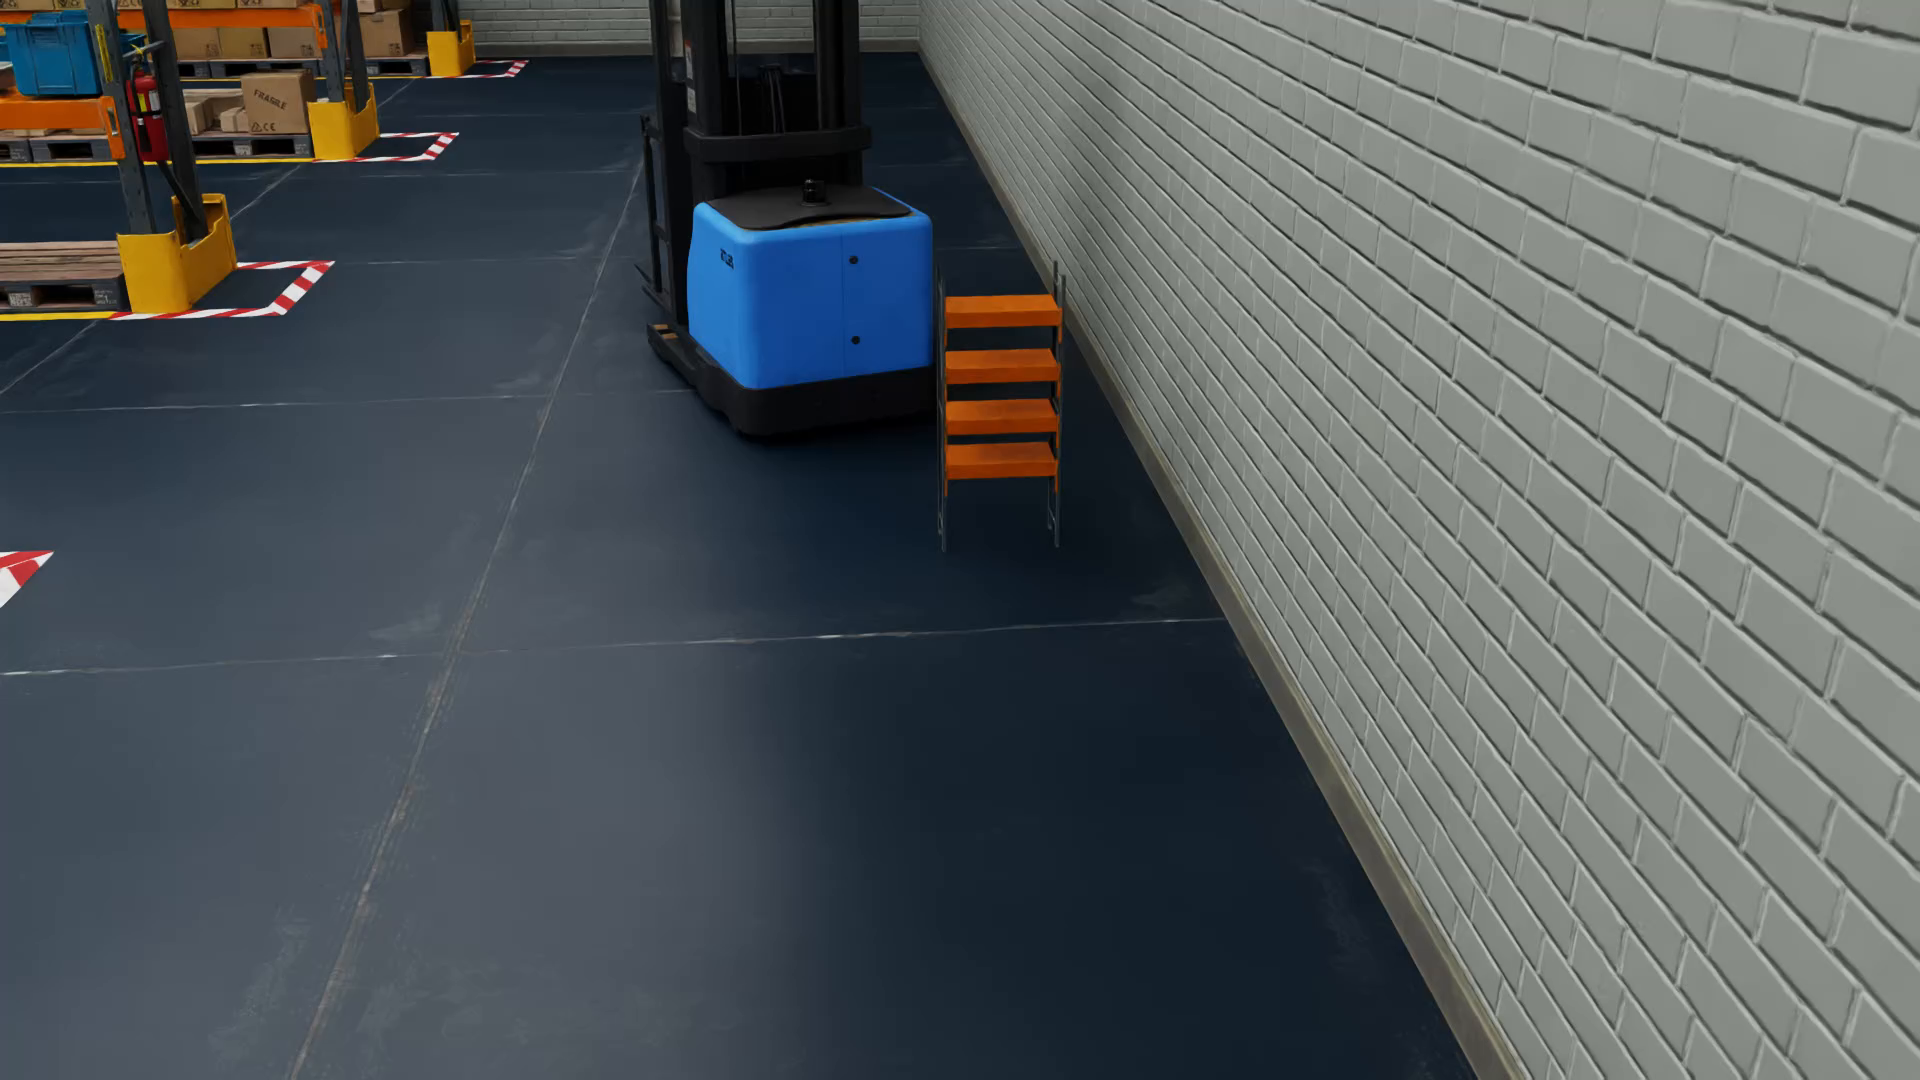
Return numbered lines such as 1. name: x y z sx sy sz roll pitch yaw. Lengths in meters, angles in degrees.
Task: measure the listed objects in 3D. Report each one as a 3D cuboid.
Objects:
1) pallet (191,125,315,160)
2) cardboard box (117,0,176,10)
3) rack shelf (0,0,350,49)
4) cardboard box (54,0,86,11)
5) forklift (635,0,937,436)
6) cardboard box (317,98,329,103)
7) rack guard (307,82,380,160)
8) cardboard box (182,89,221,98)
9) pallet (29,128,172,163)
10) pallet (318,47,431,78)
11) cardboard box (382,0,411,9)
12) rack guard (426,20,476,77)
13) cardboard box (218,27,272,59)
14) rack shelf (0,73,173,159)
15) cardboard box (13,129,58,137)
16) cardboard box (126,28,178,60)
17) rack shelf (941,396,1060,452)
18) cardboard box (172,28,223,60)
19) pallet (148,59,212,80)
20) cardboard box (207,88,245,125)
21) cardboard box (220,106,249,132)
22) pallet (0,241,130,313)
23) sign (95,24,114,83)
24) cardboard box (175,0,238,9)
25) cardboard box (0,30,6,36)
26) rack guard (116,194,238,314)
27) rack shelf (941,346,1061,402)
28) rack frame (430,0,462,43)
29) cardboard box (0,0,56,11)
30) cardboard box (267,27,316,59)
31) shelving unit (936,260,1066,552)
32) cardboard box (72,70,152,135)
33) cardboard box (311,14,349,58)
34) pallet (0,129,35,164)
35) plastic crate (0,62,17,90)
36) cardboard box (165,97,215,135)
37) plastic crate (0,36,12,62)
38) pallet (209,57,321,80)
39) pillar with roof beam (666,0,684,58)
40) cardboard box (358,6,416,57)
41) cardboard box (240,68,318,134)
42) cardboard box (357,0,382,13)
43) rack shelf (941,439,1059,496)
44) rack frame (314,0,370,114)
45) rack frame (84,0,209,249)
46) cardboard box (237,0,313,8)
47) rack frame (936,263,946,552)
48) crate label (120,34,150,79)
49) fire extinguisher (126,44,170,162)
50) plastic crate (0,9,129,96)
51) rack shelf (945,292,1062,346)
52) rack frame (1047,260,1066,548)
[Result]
1. pallet: -6.477 -3.716 15.350 1.213 0.211 1.003 -2 24 -5
2. cardboard box: -7.040 -4.903 14.466 0.500 0.500 0.500 -2 24 -5
3. rack shelf: -7.598 -4.617 14.830 4.000 0.370 1.077 -2 24 -5
4. cardboard box: -7.541 -4.883 14.421 0.500 0.500 0.500 -3 24 -6
5. forklift: -1.178 -2.424 9.096 1.130 2.935 3.031 -10 26 -22
6. cardboard box: -6.058 -4.046 15.628 0.250 0.149 0.380 -2 24 -5
7. rack guard: -5.683 -3.880 15.364 0.348 0.500 1.175 -2 24 -5
8. cardboard box: -7.172 -4.023 15.452 0.500 0.250 0.500 -2 24 -5
9. pallet: -7.688 -3.668 15.244 1.213 0.211 1.003 -2 24 -5
10. pallet: -6.886 -5.690 19.791 1.213 0.211 1.003 -2 24 -5
11. cardboard box: -6.680 -6.391 19.698 0.250 0.149 0.380 -2 24 -5
12. rack guard: -6.075 -5.886 19.878 0.348 0.500 1.175 -2 24 -5
13. cardboard box: -8.314 -5.944 19.491 0.500 0.500 0.700 -2 24 -4
14. rack shelf: -7.115 -2.615 10.325 4.000 0.370 1.077 -2 24 -5
15. cardboard box: -8.290 -3.740 14.918 0.250 0.166 0.380 -2 24 -5
16. cardboard box: -9.325 -5.906 19.405 0.500 0.500 0.700 -2 24 -4
17. rack shelf: 0.165 -0.493 7.048 0.480 0.148 0.258 -2 24 -5
18. cardboard box: -8.825 -5.925 19.447 0.500 0.500 0.700 -3 24 -6
19. pallet: -9.315 -5.592 19.572 1.213 0.211 1.003 -2 24 -5
20. cardboard box: -6.674 -4.043 15.497 0.500 0.250 0.500 -2 24 -5
21. cardboard box: -6.537 -3.831 15.122 0.250 0.166 0.380 -2 24 -5
22. pallet: -5.949 -1.732 10.886 1.213 0.211 1.003 -2 24 -5
23. sign: -5.054 -2.876 9.827 0.005 0.325 0.100 -2 24 -5
24. cardboard box: -6.543 -4.921 14.505 0.500 0.500 0.500 -2 24 -5
25. cardboard box: -10.713 -5.999 19.183 0.750 0.750 0.750 -2 24 -5
26. rack guard: -5.102 -1.887 10.880 0.348 0.500 1.175 -2 24 -5
27. rack shelf: 0.165 -0.698 6.958 0.480 0.148 0.258 -2 24 -5
28. rack frame: -6.098 -7.028 19.368 0.127 3.000 1.000 -2 24 -5
29. cardboard box: -8.047 -4.862 14.373 0.500 0.500 0.500 -2 24 -5
30. cardboard box: -7.784 -5.968 19.546 0.500 0.500 0.700 -3 24 -7
31. shelving unit: 0.165 -0.555 7.021 0.503 1.200 0.258 -2 24 -5
32. cardboard box: -7.719 -4.003 15.095 0.637 0.503 0.797 -2 24 -5
33. cardboard box: -7.283 -5.989 19.591 0.500 0.500 0.700 -2 24 -5
34. pallet: -8.905 -3.618 15.131 1.213 0.211 1.003 -2 24 -5
35. plastic crate: -5.918 -2.824 10.162 0.243 0.136 0.396 -2 24 -5
36. cardboard box: -7.073 -3.823 15.002 0.500 0.250 0.500 -2 24 -5
37. plastic crate: -6.058 -3.071 10.598 0.300 0.233 0.416 -2 24 -5
38. pallet: -8.098 -5.642 19.684 1.213 0.211 1.003 -2 24 -5
39. pillar with roof beam: -3.073 -8.486 15.263 0.400 9.000 9.100 -2 24 -5
40. cardboard box: -6.785 -6.009 19.636 0.500 0.500 0.700 -2 24 -5
41. cardboard box: -6.125 -3.963 15.009 0.500 0.500 0.500 -2 24 -5
42. cardboard box: -6.895 -6.226 19.327 0.250 0.149 0.380 -3 24 -6
43. rack shelf: 0.165 -0.312 7.129 0.480 0.148 0.258 -2 24 -5
44. rack frame: -5.608 -5.025 14.863 0.127 3.000 1.000 -2 24 -5
45. rack frame: -5.125 -3.023 10.358 0.127 3.000 1.000 -2 24 -5
46. cardboard box: -6.027 -4.943 14.555 0.500 0.500 0.500 -2 24 -4
47. rack frame: -0.078 -0.545 6.999 0.015 1.200 0.240 -2 24 -5
48. crate label: -5.403 -3.097 10.658 0.303 0.233 0.416 -2 24 -5
49. fire extinguisher: -4.930 -2.640 10.050 0.183 0.674 0.296 -2 24 -5
50. plastic crate: -5.440 -2.978 10.139 0.499 0.435 0.616 -2 24 -5
51. rack shelf: 0.165 -0.914 6.862 0.480 0.148 0.258 -2 24 -5
52. rack frame: 0.408 -0.565 7.043 0.015 1.200 0.240 -2 24 -5
